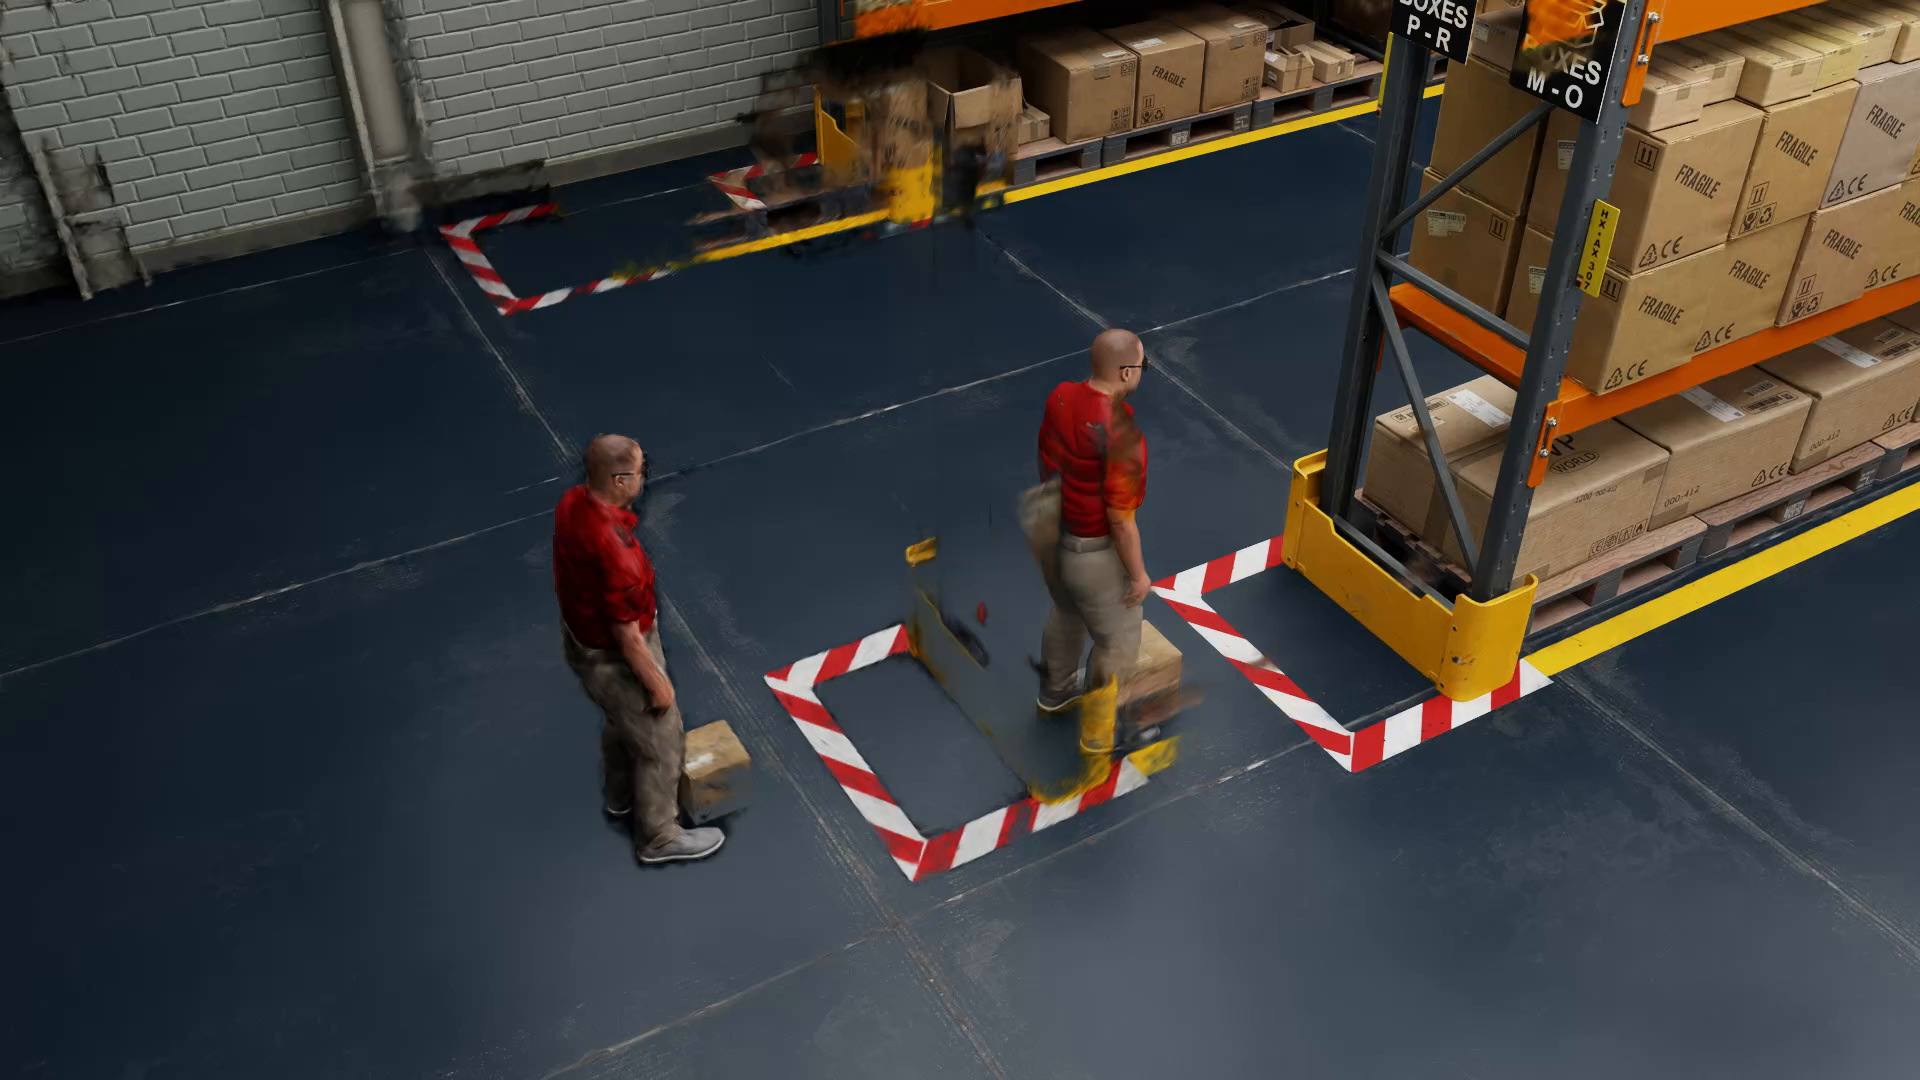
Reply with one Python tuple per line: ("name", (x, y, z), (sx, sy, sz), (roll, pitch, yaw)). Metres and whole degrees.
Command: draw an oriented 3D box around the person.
("person", (0.498, 0.012, 6.145), (0.396, 1.726, 0.585), (-19, 41, -24))
